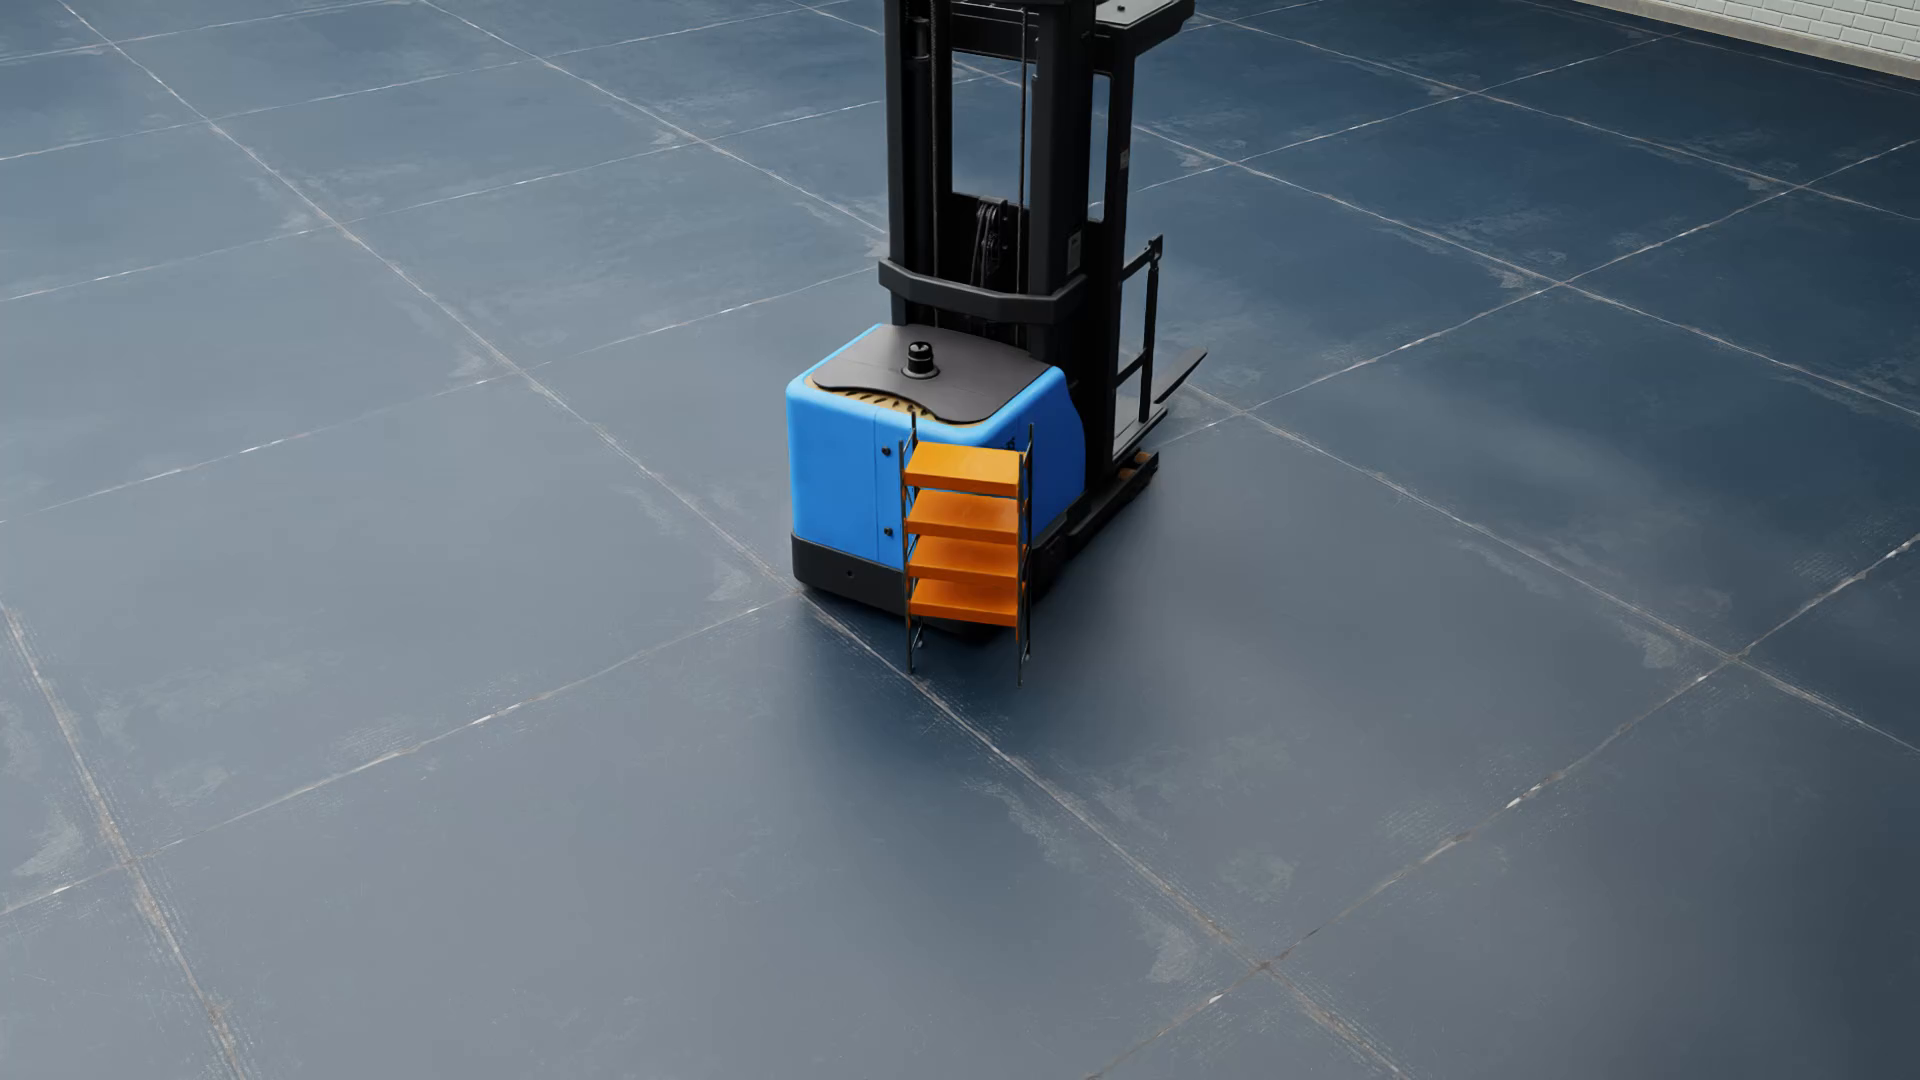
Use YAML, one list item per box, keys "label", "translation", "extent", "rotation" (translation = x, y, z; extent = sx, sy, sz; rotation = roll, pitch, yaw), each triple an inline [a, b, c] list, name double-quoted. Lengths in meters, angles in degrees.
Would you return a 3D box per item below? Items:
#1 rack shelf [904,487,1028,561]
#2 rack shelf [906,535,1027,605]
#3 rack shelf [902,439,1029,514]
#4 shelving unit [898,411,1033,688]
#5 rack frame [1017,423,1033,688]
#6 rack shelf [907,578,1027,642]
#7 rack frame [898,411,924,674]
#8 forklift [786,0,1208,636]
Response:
- label: "rack shelf"
  translation: [0.031, -0.070, 6.915]
  extent: [0.480, 0.148, 0.258]
  rotation: [7, 36, 11]
- label: "rack shelf"
  translation: [0.034, 0.113, 7.044]
  extent: [0.480, 0.148, 0.258]
  rotation: [7, 36, 11]
- label: "rack shelf"
  translation: [0.028, -0.263, 6.779]
  extent: [0.480, 0.148, 0.258]
  rotation: [7, 36, 11]
- label: "shelving unit"
  translation: [0.033, 0.058, 7.005]
  extent: [0.503, 1.200, 0.258]
  rotation: [7, 36, 11]
- label: "rack frame"
  translation: [0.272, 0.085, 6.961]
  extent: [0.015, 1.200, 0.240]
  rotation: [7, 36, 11]
- label: "rack shelf"
  translation: [0.037, 0.275, 7.159]
  extent: [0.480, 0.148, 0.258]
  rotation: [7, 36, 11]
- label: "rack frame"
  translation: [-0.205, 0.030, 7.050]
  extent: [0.015, 1.200, 0.240]
  rotation: [7, 36, 11]
- label: "forklift"
  translation: [0.387, -1.563, 7.989]
  extent: [1.130, 2.935, 3.031]
  rotation: [17, 36, 25]
